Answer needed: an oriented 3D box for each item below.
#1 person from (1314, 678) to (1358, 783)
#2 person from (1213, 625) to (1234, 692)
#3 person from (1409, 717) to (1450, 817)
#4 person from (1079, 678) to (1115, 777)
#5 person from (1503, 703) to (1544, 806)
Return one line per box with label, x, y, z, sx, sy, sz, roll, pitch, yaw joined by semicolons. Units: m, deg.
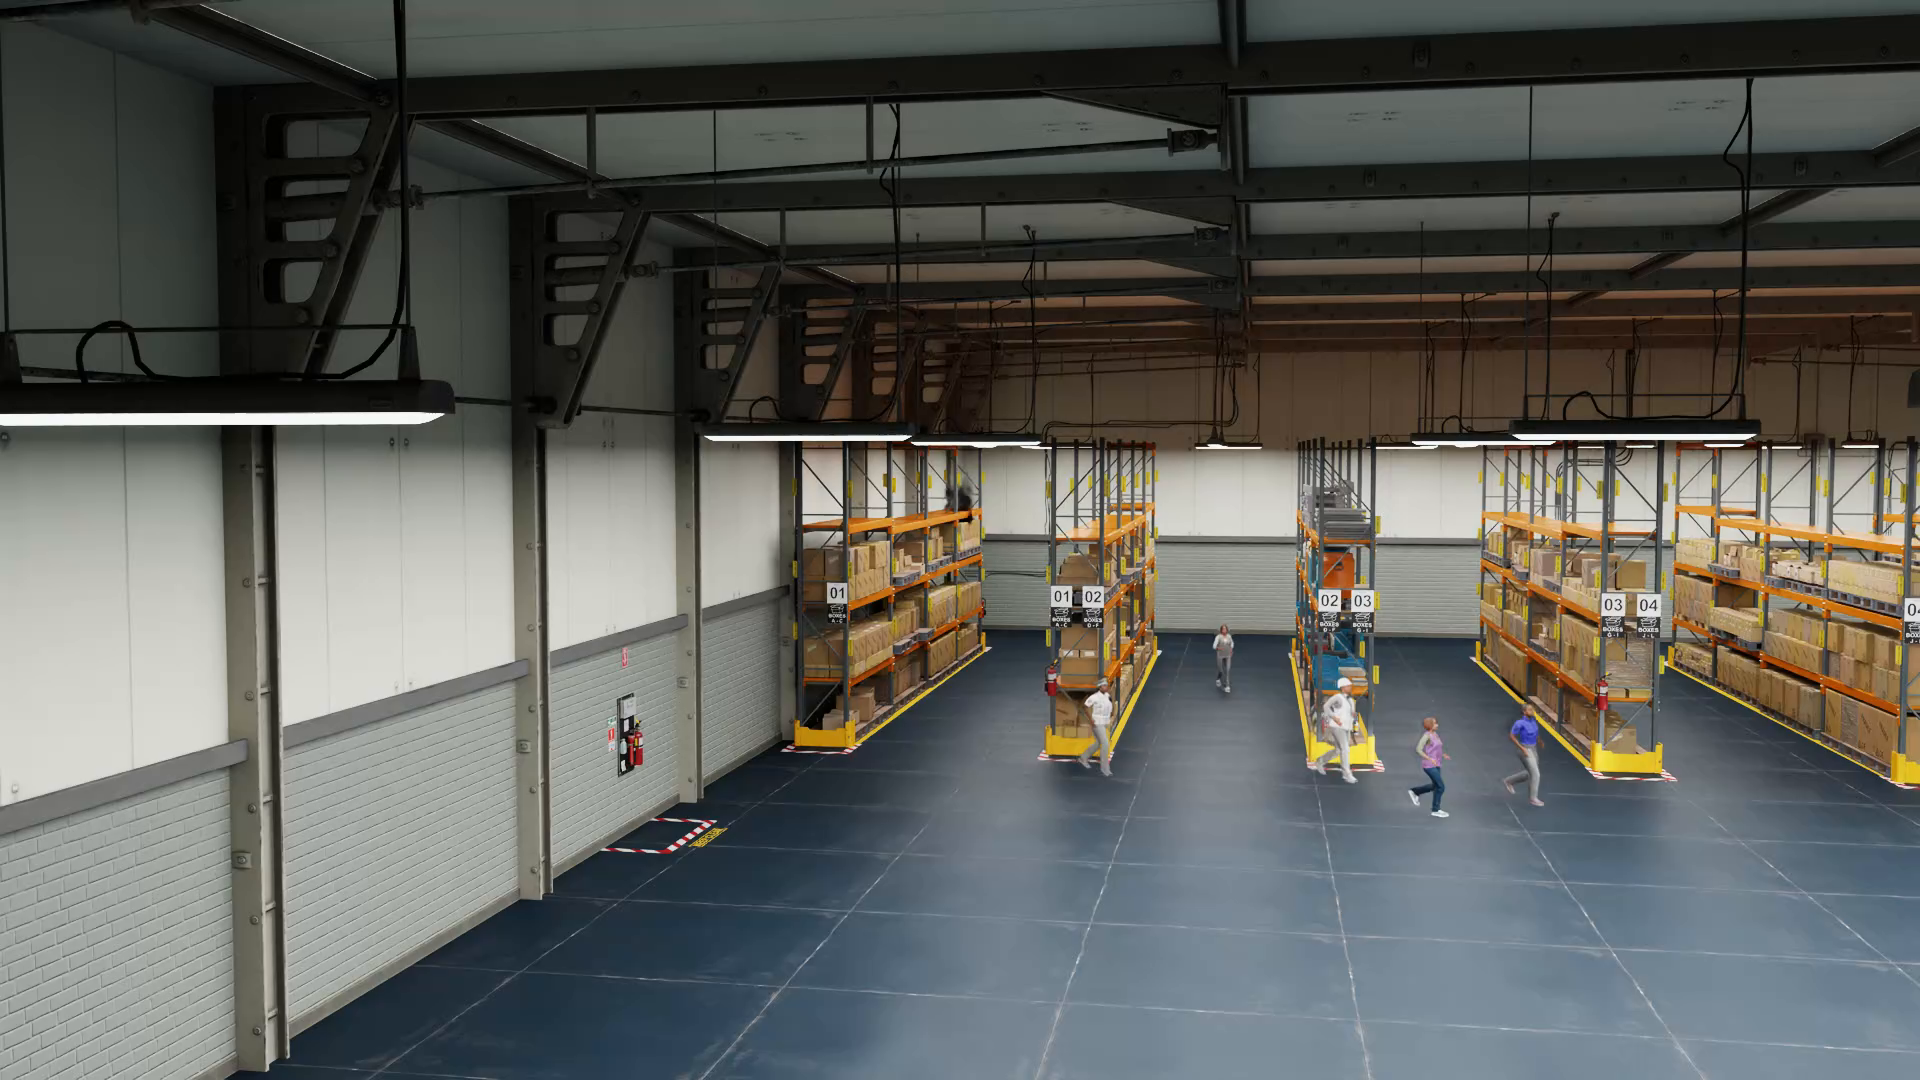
person;6.691;3.306;29.218;0.904;1.775;0.666;3;4;41
person;6.307;2.806;39.716;0.541;1.574;0.867;0;3;-5
person;7.372;3.556;26.173;0.680;1.553;0.542;2;4;36
person;2.473;3.311;29.657;0.782;1.746;0.587;2;4;37
person;9.237;3.480;27.157;0.576;1.649;0.684;-3;4;-43
